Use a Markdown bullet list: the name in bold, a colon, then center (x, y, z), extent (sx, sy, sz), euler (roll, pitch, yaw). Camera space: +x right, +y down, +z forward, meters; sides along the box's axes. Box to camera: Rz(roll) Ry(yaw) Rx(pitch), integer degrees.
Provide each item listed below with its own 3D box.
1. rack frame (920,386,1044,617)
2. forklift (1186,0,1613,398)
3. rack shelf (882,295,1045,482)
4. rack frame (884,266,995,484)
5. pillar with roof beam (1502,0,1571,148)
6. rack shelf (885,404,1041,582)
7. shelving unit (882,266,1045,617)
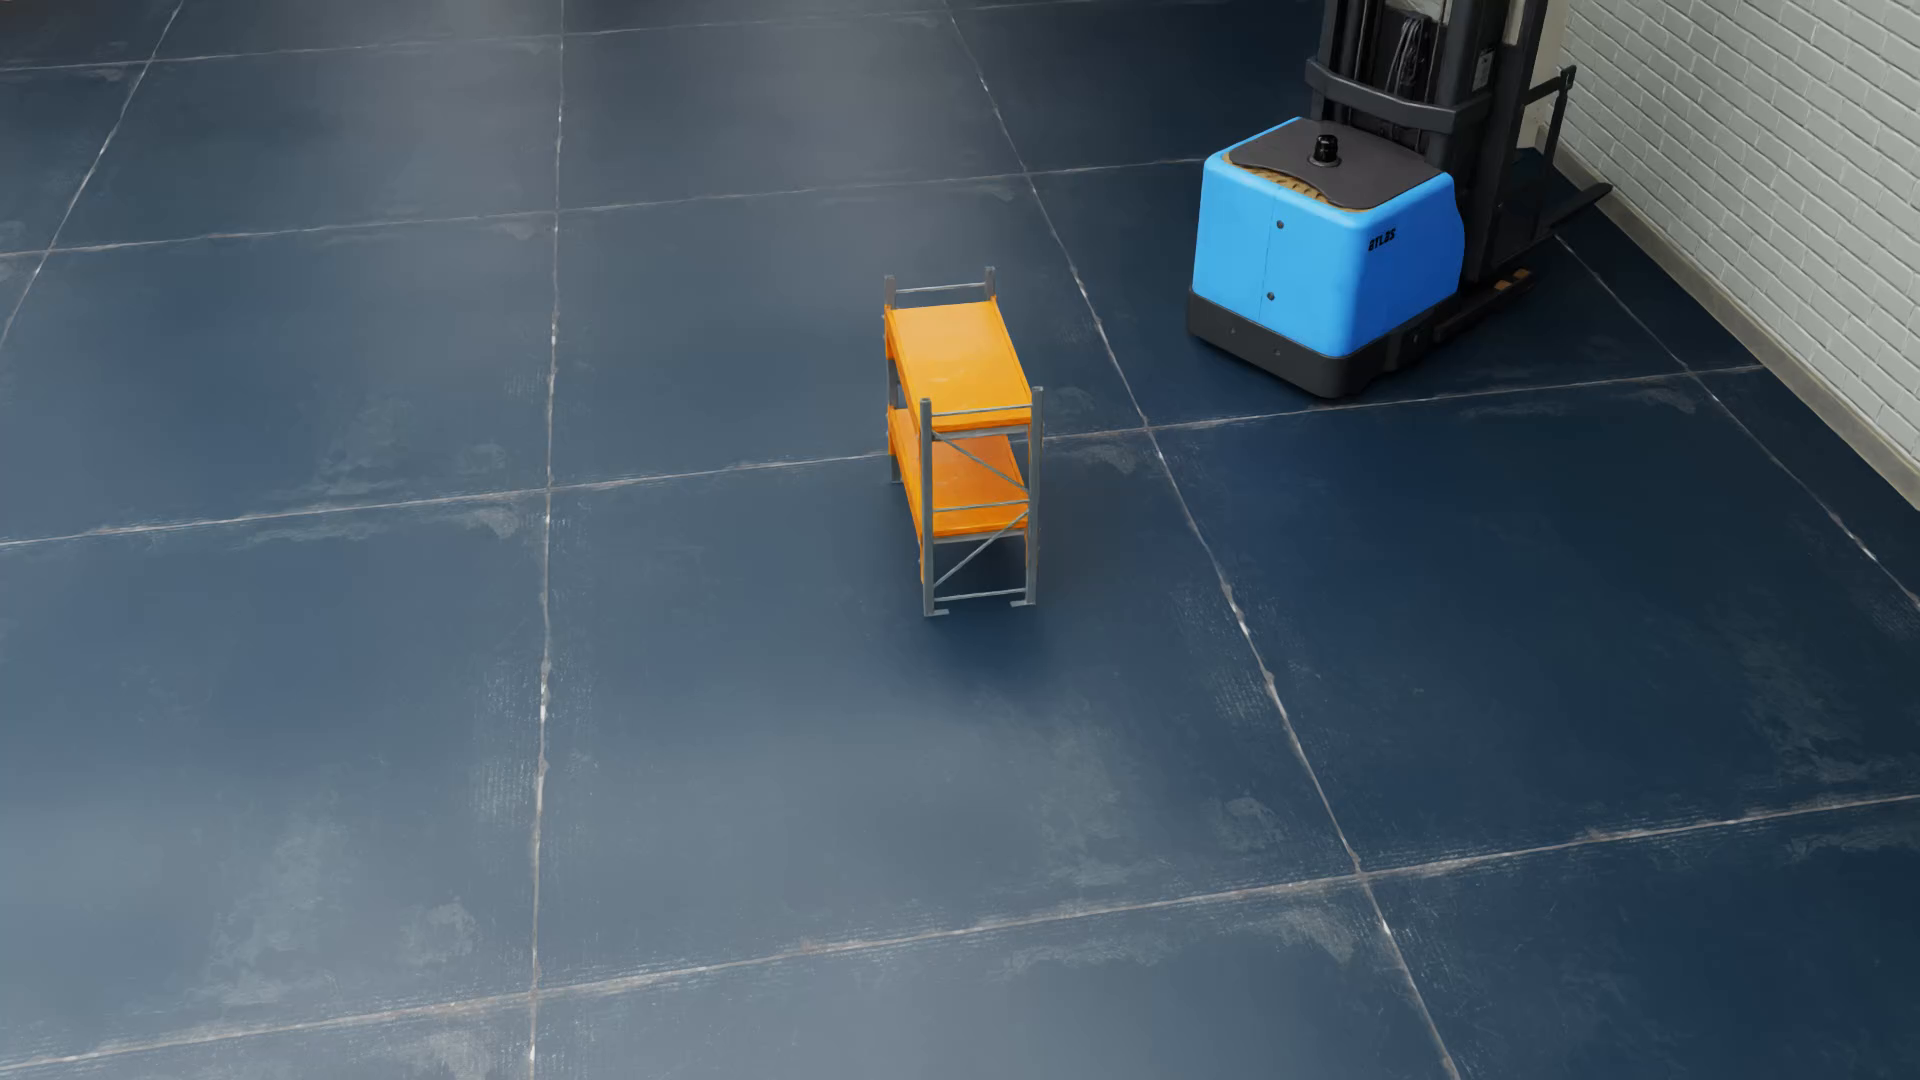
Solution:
- **rack frame**: center (0.088, -0.141, 7.015), extent (0.500, 1.125, 0.032), euler (-6, 38, -8)
- **forklift**: center (2.665, -2.670, 8.798), extent (3.031, 2.935, 1.130), euler (-30, 47, -32)
- **rack shelf**: center (-0.001, -0.679, 7.231), extent (0.538, 0.278, 1.000), euler (-6, 38, -8)
- **rack frame**: center (-0.090, -0.755, 7.805), extent (0.500, 1.125, 0.032), euler (-6, 38, -8)
- **pillar with roof beam**: center (-0.543, -5.832, 7.922), extent (9.100, 9.000, 0.400), euler (-6, 38, -8)
- **rack shelf**: center (-0.001, -0.255, 7.560), extent (0.538, 0.278, 1.000), euler (-6, 38, -8)
- **shelving unit**: center (-0.001, -0.448, 7.410), extent (0.538, 1.125, 1.048), euler (-6, 38, -8)
